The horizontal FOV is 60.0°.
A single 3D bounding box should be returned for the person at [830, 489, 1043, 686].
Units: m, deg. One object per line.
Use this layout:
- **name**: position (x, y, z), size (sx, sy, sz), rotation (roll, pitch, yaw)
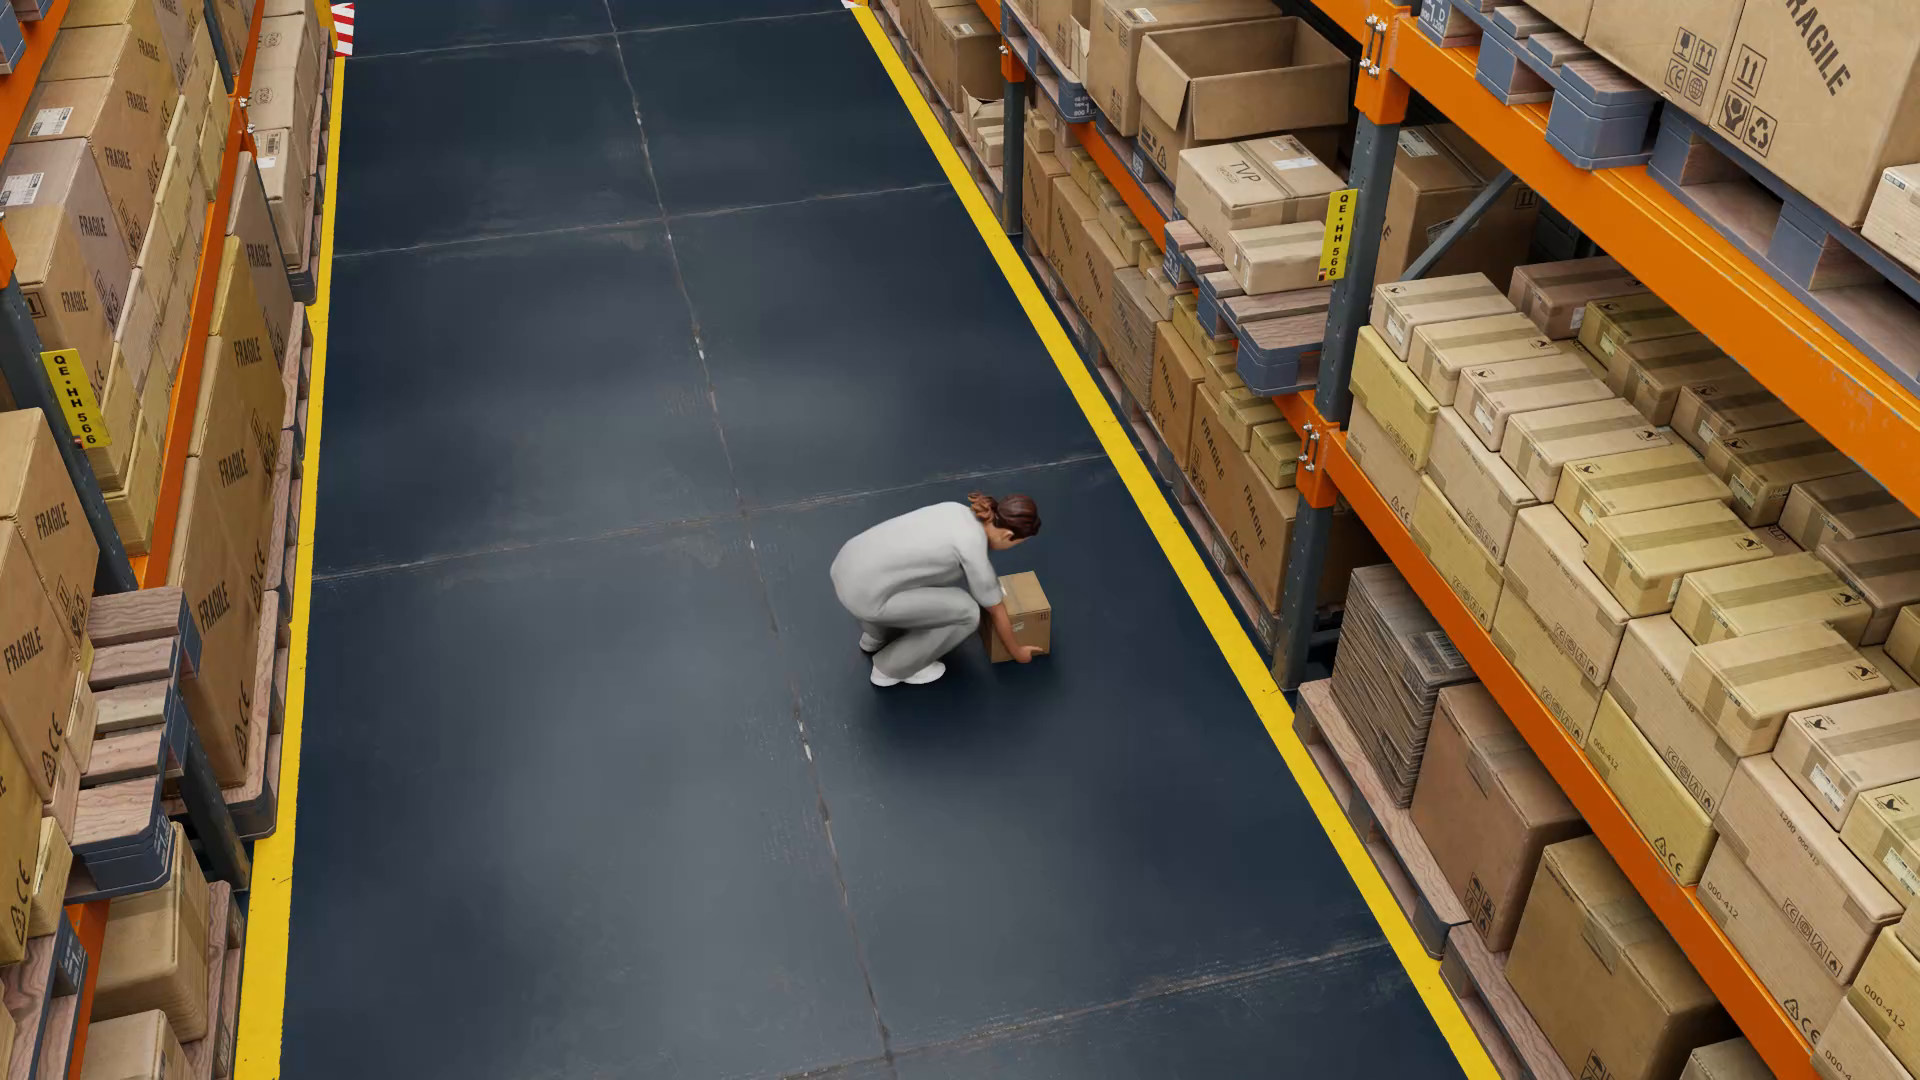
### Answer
- **person**: position (-0.089, 0.182, 6.701), size (0.858, 0.749, 0.461), rotation (-10, 39, -13)
